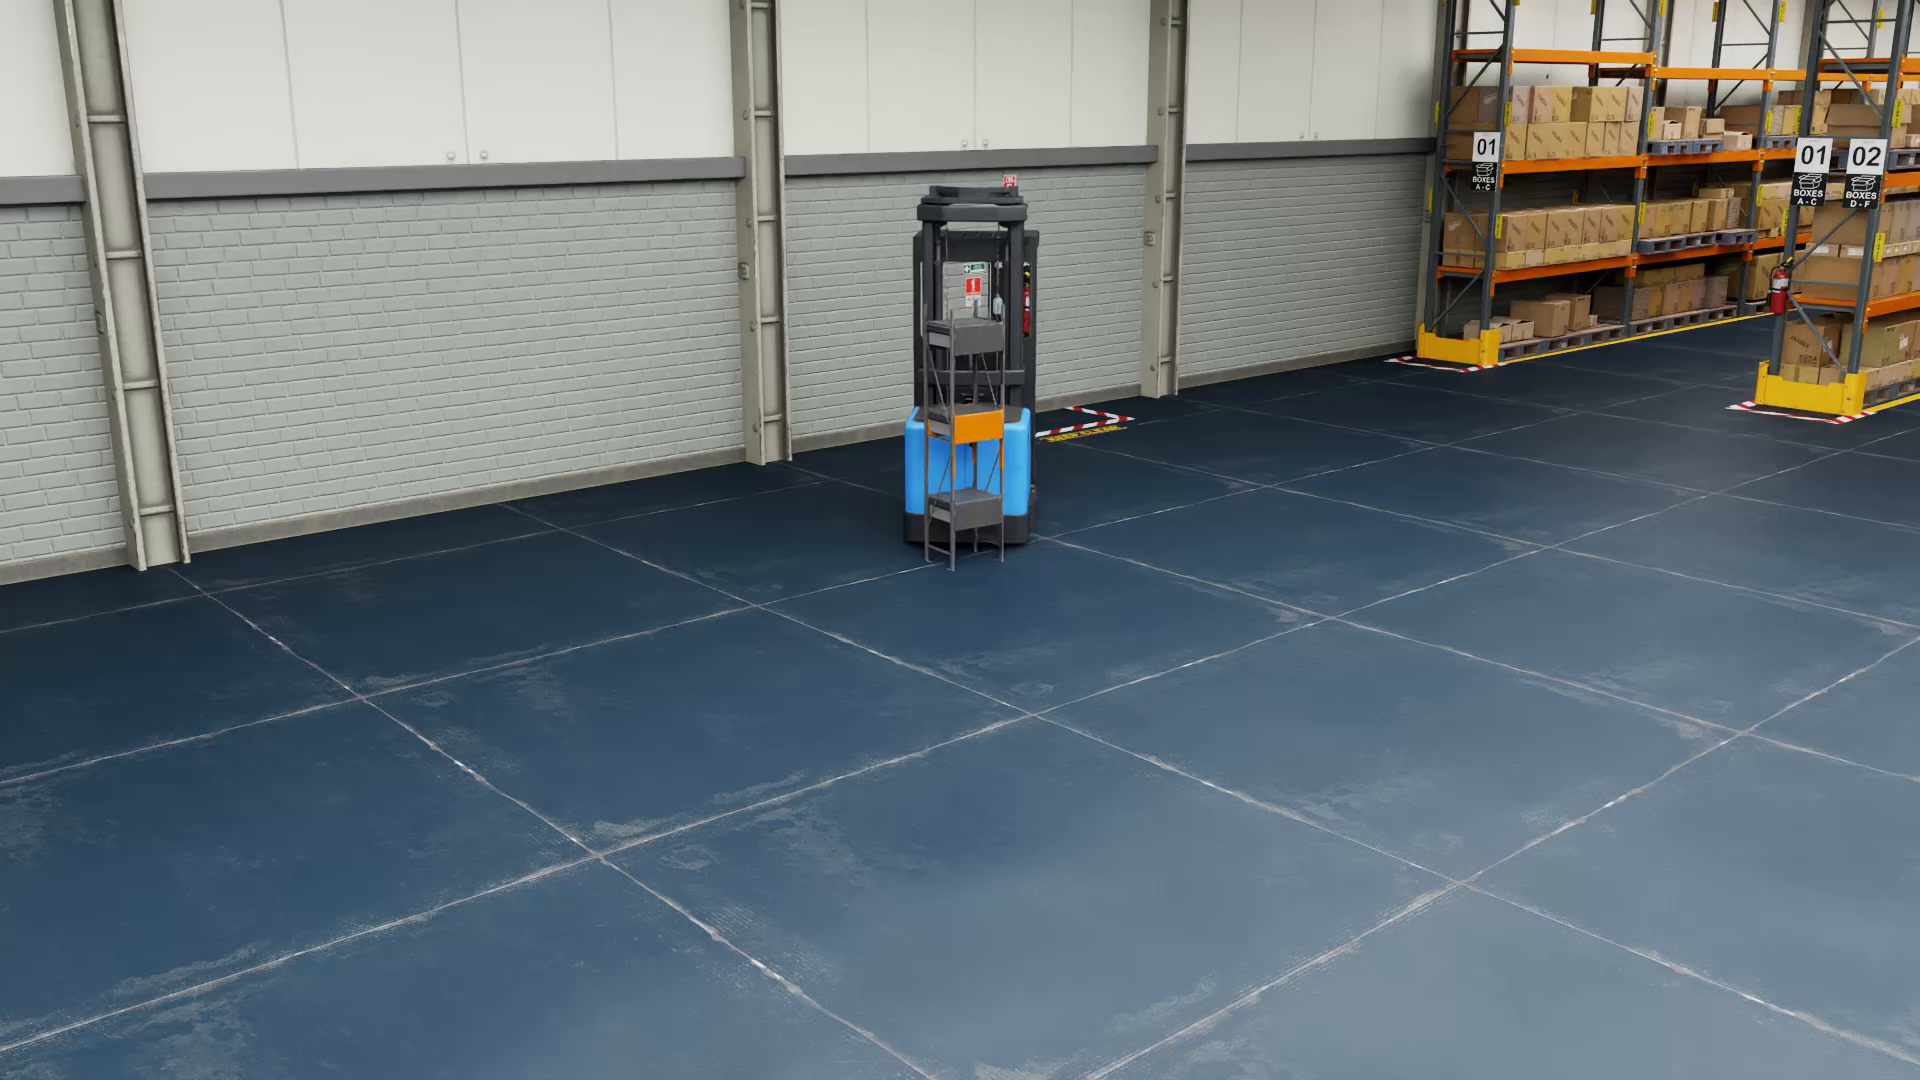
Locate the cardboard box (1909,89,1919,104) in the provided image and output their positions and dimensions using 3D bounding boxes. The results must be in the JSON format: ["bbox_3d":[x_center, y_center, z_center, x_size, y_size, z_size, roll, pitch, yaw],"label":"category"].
[{"bbox_3d":[18.017,-8.378,31.820,0.500,0.500,0.500,-14,20,-42],"label":"cardboard box"}]

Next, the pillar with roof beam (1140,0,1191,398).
[{"bbox_3d":[5.352,-5.358,16.871,0.400,9.000,9.100,-13,19,-39],"label":"pillar with roof beam"}]

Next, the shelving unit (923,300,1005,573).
[{"bbox_3d":[0.032,-0.833,13.300,0.503,2.100,0.431,-10,18,-34],"label":"shelving unit"}]

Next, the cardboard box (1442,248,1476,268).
[{"bbox_3d":[7.318,-4.081,23.969,0.500,0.250,0.500,-12,19,-39],"label":"cardboard box"}]

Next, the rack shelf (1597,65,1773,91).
[{"bbox_3d":[11.619,-7.401,26.689,4.000,0.370,1.077,-13,19,-39],"label":"rack shelf"}]

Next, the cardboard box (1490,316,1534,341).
[{"bbox_3d":[8.103,-3.137,24.539,0.500,0.311,0.500,-11,18,-35],"label":"cardboard box"}]

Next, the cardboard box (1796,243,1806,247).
[{"bbox_3d":[15.740,-5.089,30.841,0.750,0.750,0.750,-12,19,-39],"label":"cardboard box"}]

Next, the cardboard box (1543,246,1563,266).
[{"bbox_3d":[8.439,-4.161,24.267,0.500,0.250,0.500,-13,20,-40],"label":"cardboard box"}]

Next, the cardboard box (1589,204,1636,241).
[{"bbox_3d":[9.956,-4.864,25.446,0.500,0.500,0.500,-13,20,-39],"label":"cardboard box"}]

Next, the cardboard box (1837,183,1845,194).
[{"bbox_3d":[15.960,-6.495,30.491,0.500,0.250,0.500,-12,19,-38],"label":"cardboard box"}]

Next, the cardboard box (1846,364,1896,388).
[{"bbox_3d":[11.272,-2.071,20.704,0.500,0.250,0.500,-13,19,-39],"label":"cardboard box"}]

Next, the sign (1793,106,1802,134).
[{"bbox_3d":[10.001,-5.010,19.819,0.005,0.325,0.100,-13,19,-39],"label":"sign"}]

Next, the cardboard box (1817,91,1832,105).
[{"bbox_3d":[15.395,-8.009,30.108,0.500,0.250,0.500,-11,18,-35],"label":"cardboard box"}]

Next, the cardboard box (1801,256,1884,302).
[{"bbox_3d":[10.707,-3.188,20.180,0.500,0.500,0.700,-13,19,-39],"label":"cardboard box"}]

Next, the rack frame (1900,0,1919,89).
[{"bbox_3d":[19.162,-9.636,32.887,0.127,3.000,1.000,-13,19,-39],"label":"rack frame"}]

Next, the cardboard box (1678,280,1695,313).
[{"bbox_3d":[11.797,-4.101,27.781,0.500,0.500,0.700,-13,20,-40],"label":"cardboard box"}]

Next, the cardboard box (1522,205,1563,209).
[{"bbox_3d":[8.846,-4.795,25.188,0.500,0.500,0.500,-12,19,-38],"label":"cardboard box"}]

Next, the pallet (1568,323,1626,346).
[{"bbox_3d":[9.626,-3.237,25.959,1.213,0.211,1.003,-13,19,-39],"label":"pallet"}]

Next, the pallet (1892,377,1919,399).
[{"bbox_3d":[11.816,-2.060,21.551,1.213,0.211,1.003,-13,19,-39],"label":"pallet"}]

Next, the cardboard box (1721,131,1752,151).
[{"bbox_3d":[12.761,-6.624,27.556,0.500,0.311,0.500,-13,19,-39],"label":"cardboard box"}]

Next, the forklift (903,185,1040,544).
[{"bbox_3d":[0.149,-1.714,14.988,1.130,2.935,3.031,1,15,4],"label":"forklift"}]

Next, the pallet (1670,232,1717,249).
[{"bbox_3d":[11.661,-4.946,27.327,1.213,0.211,1.003,-13,19,-39],"label":"pallet"}]

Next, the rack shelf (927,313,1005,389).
[{"bbox_3d":[0.032,-1.496,13.123,0.480,0.518,0.431,-10,18,-34],"label":"rack shelf"}]

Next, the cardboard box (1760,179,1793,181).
[{"bbox_3d":[14.862,-6.421,30.214,0.500,0.250,0.500,-14,20,-41],"label":"cardboard box"}]

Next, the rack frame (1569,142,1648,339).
[{"bbox_3d":[10.110,-4.705,26.051,0.127,3.000,1.000,-13,19,-39],"label":"rack frame"}]

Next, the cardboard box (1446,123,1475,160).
[{"bbox_3d":[7.241,-5.654,23.561,0.500,0.500,0.500,-11,18,-35],"label":"cardboard box"}]

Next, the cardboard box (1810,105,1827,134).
[{"bbox_3d":[15.031,-7.535,29.789,0.500,0.500,0.700,-13,20,-40],"label":"cardboard box"}]

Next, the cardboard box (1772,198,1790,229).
[{"bbox_3d":[14.063,-5.703,28.981,0.500,0.500,0.500,-12,19,-38],"label":"cardboard box"}]

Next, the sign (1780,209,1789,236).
[{"bbox_3d":[10.001,-3.845,20.130,0.005,0.325,0.100,-13,19,-39],"label":"sign"}]

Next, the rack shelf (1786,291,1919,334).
[{"bbox_3d":[11.856,-3.055,21.267,4.000,0.370,1.077,-13,19,-39],"label":"rack shelf"}]

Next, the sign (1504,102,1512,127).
[{"bbox_3d":[7.449,-5.793,22.619,0.005,0.325,0.100,-13,19,-39],"label":"sign"}]

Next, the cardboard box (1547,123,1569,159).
[{"bbox_3d":[8.326,-5.715,23.788,0.500,0.500,0.500,-12,19,-37],"label":"cardboard box"}]

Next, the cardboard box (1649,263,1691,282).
[{"bbox_3d":[11.763,-4.445,27.616,0.500,0.250,0.500,-13,20,-40],"label":"cardboard box"}]

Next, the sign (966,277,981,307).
[{"bbox_3d":[0.152,-2.830,18.964,0.234,0.329,0.001,-13,19,-39],"label":"sign"}]

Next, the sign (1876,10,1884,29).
[{"bbox_3d":[16.510,-9.344,29.832,0.005,0.325,0.100,-13,19,-39],"label":"sign"}]

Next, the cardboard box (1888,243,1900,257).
[{"bbox_3d":[11.171,-3.537,20.228,0.250,0.149,0.380,-13,19,-39],"label":"cardboard box"}]

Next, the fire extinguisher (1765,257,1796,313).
[{"bbox_3d":[9.953,-3.096,20.180,0.183,0.674,0.296,-13,19,-39],"label":"fire extinguisher"}]

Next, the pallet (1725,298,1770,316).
[{"bbox_3d":[13.772,-4.154,29.393,1.213,0.211,1.003,-13,19,-39],"label":"pallet"}]

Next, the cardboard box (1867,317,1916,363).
[{"bbox_3d":[11.642,-2.520,20.933,0.500,0.500,0.500,-13,19,-39],"label":"cardboard box"}]

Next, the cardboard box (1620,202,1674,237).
[{"bbox_3d":[10.942,-5.138,26.628,0.500,0.500,0.700,-10,18,-34],"label":"cardboard box"}]

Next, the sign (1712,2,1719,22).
[{"bbox_3d":[12.760,-8.916,28.075,0.005,0.325,0.100,-13,19,-39],"label":"sign"}]

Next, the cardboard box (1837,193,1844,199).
[{"bbox_3d":[15.962,-6.134,30.594,0.500,0.500,0.500,-13,20,-40],"label":"cardboard box"}]

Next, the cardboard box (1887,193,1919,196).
[{"bbox_3d":[12.275,-4.169,21.338,0.500,0.500,0.700,-13,20,-39],"label":"cardboard box"}]

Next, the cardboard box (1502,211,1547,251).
[{"bbox_3d":[8.029,-4.431,23.824,0.500,0.500,0.500,-13,19,-39],"label":"cardboard box"}]

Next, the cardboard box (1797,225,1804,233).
[{"bbox_3d":[14.881,-5.586,29.800,0.250,0.149,0.380,-12,19,-38],"label":"cardboard box"}]

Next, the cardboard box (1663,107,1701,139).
[{"bbox_3d":[11.505,-6.691,26.667,0.500,0.500,0.500,-14,20,-41],"label":"cardboard box"}]

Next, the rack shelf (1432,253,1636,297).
[{"bbox_3d":[8.601,-4.018,24.875,4.000,0.370,1.077,-13,19,-39],"label":"rack shelf"}]

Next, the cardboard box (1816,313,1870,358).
[{"bbox_3d":[11.301,-2.621,21.312,0.500,0.500,0.500,-13,19,-39],"label":"cardboard box"}]

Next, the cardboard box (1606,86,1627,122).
[{"bbox_3d":[9.501,-6.462,24.647,0.500,0.500,0.500,-11,19,-36],"label":"cardboard box"}]
